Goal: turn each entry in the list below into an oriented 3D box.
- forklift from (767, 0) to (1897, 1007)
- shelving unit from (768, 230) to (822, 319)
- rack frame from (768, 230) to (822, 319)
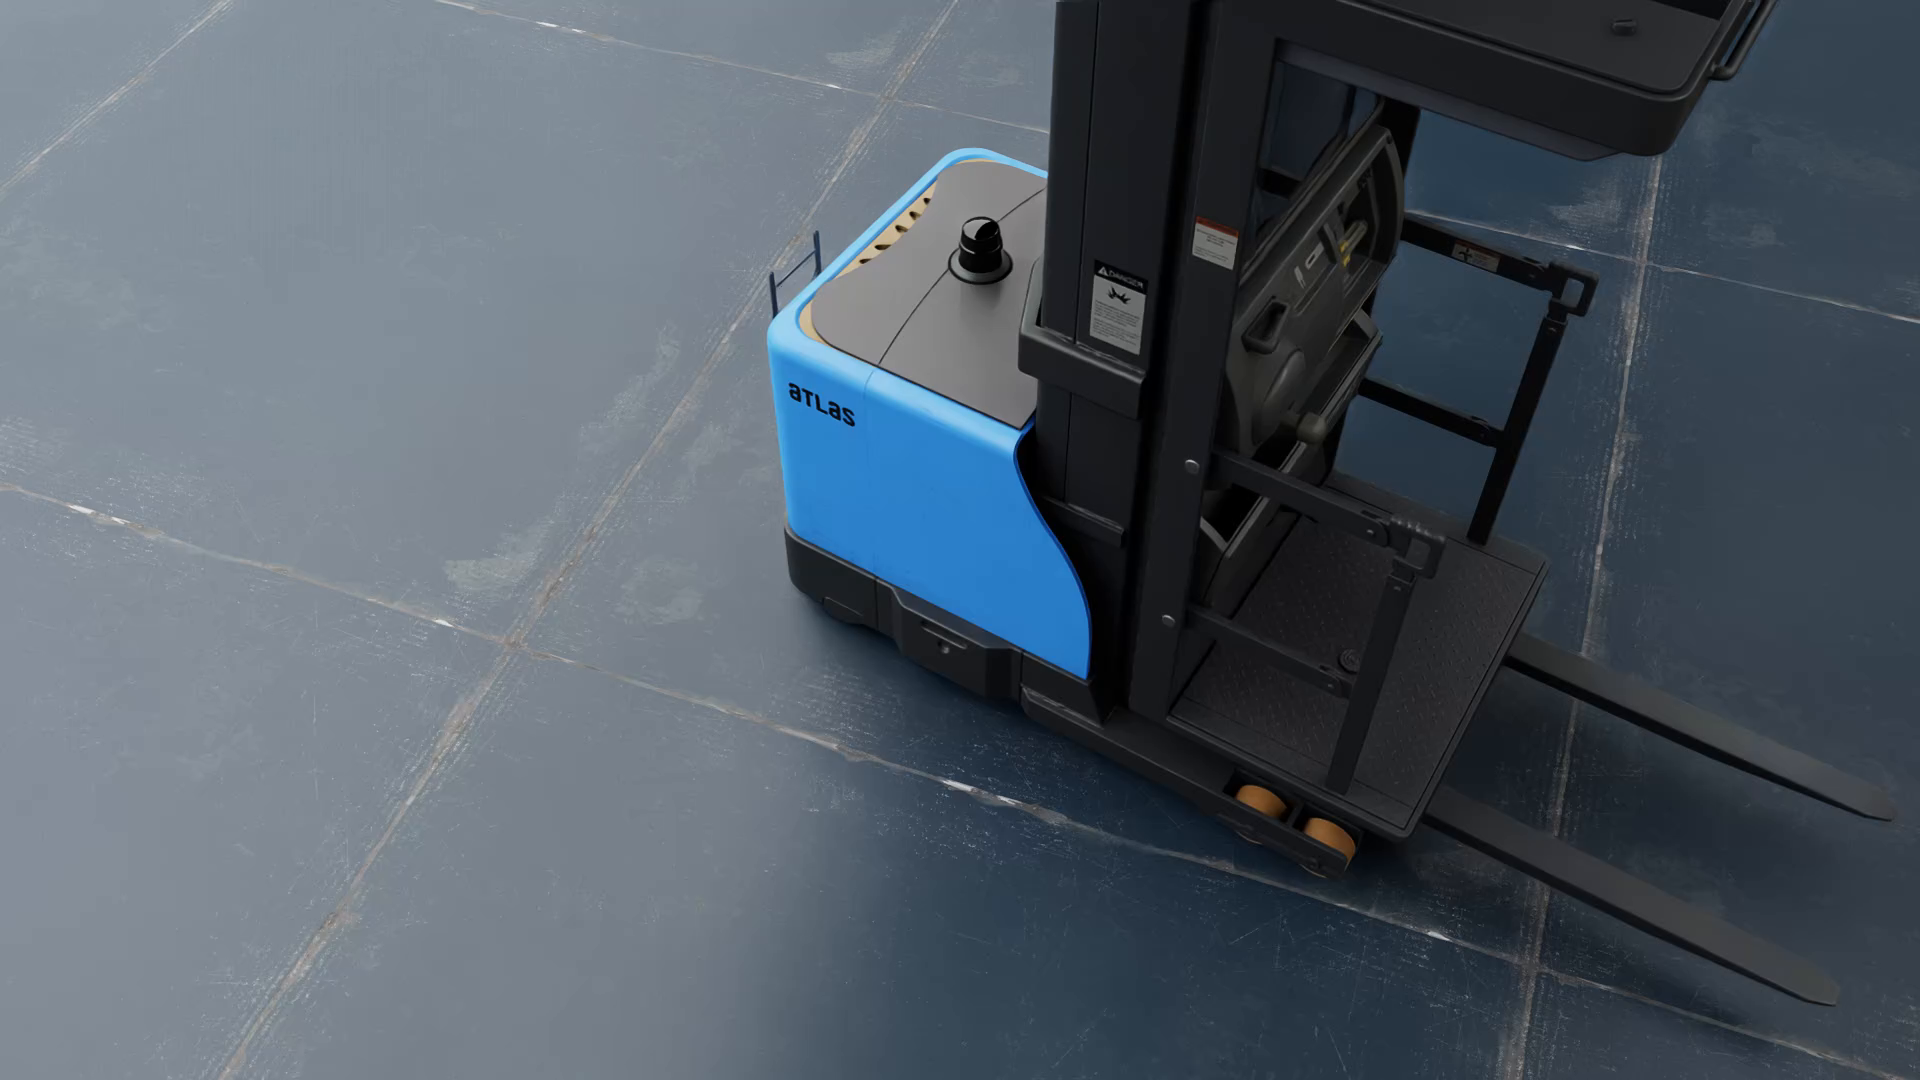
[{"bbox_3d":[0.998,-0.519,3.761,3.031,2.935,1.130,26,54,20],"label":"forklift"},{"bbox_3d":[-0.392,-0.491,5.080,0.210,0.900,0.258,26,54,20],"label":"shelving unit"},{"bbox_3d":[-0.478,-0.532,5.116,0.006,0.900,0.240,26,54,20],"label":"rack frame"}]
